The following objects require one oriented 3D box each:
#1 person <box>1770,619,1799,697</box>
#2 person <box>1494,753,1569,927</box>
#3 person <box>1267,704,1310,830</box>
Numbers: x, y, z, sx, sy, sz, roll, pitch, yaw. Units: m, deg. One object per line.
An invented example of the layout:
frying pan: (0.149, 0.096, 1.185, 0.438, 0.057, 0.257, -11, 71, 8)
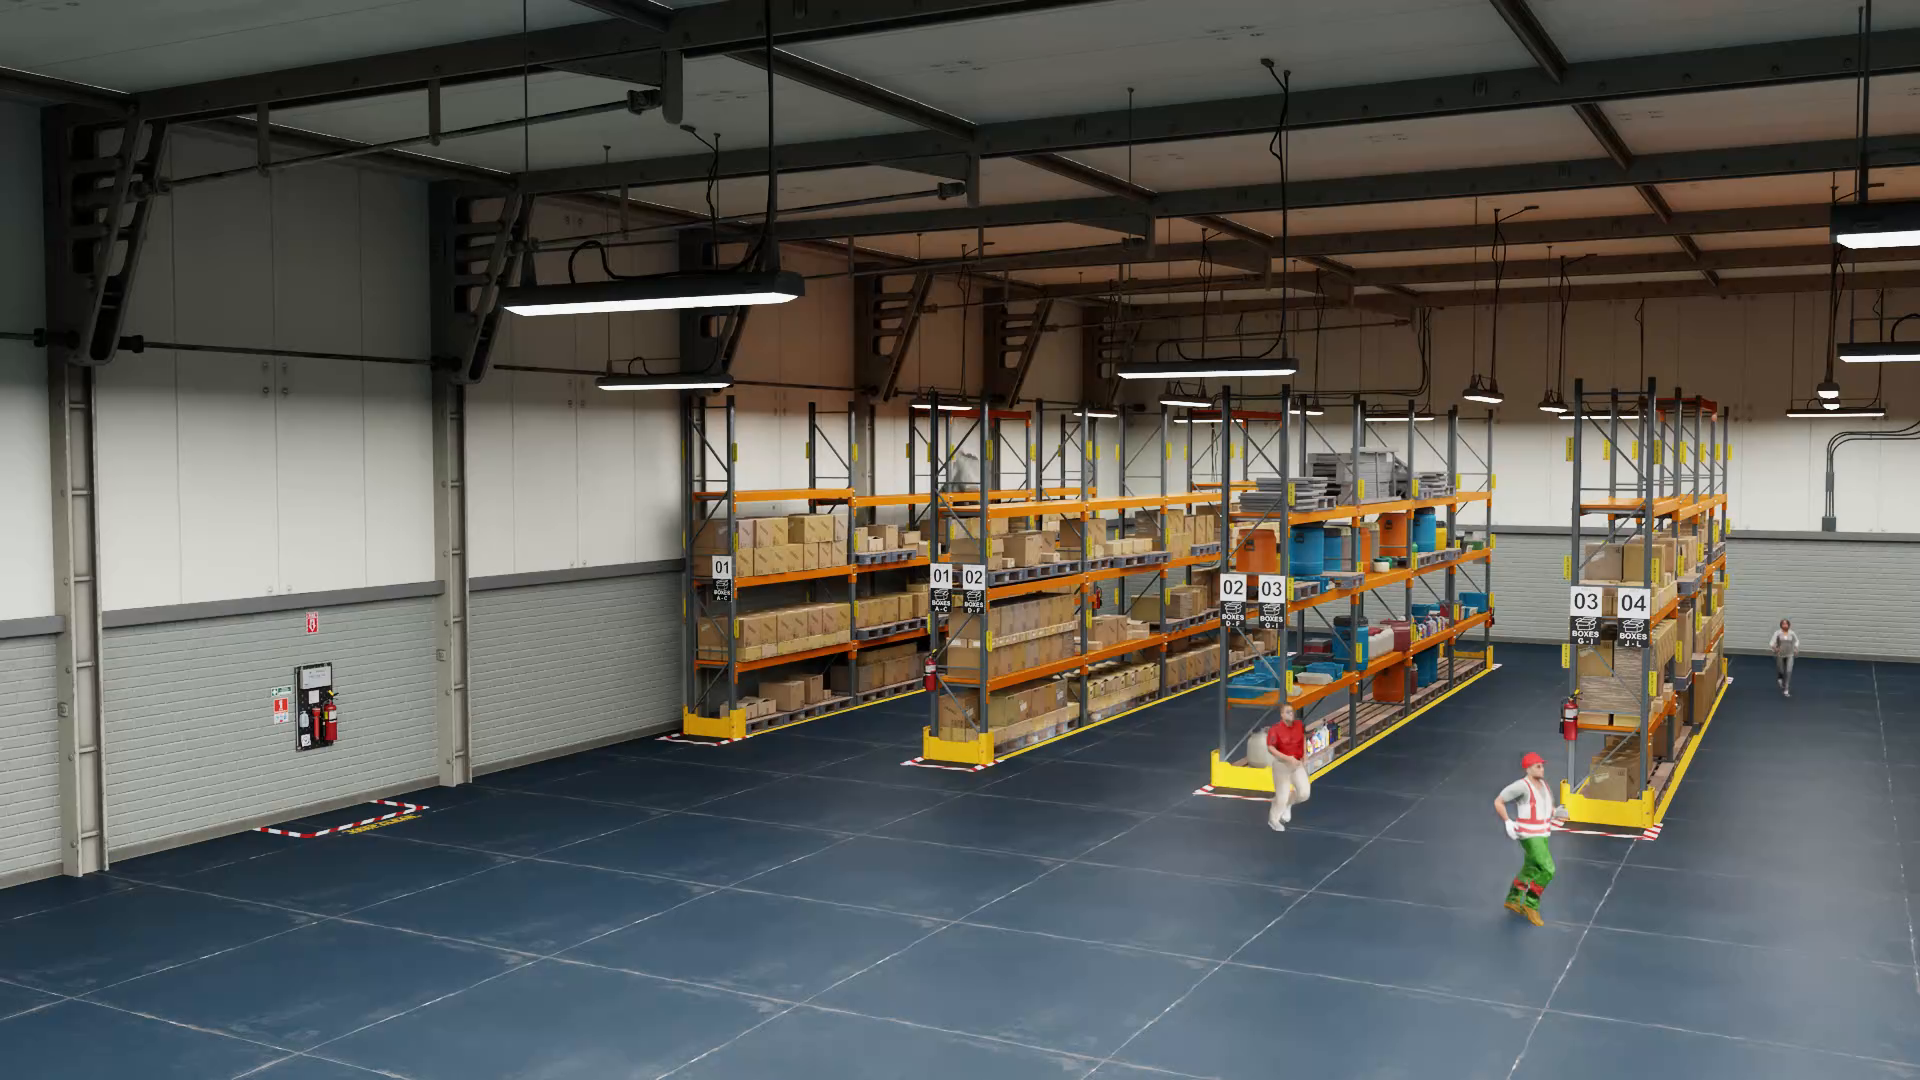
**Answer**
person: (17.048, 2.419, 34.381, 0.552, 1.587, 0.761, 1, 3, 21)
person: (6.112, 3.177, 17.688, 0.641, 1.815, 0.735, -3, 4, -40)
person: (4.365, 3.005, 21.964, 0.689, 1.686, 0.712, -1, 3, -21)
